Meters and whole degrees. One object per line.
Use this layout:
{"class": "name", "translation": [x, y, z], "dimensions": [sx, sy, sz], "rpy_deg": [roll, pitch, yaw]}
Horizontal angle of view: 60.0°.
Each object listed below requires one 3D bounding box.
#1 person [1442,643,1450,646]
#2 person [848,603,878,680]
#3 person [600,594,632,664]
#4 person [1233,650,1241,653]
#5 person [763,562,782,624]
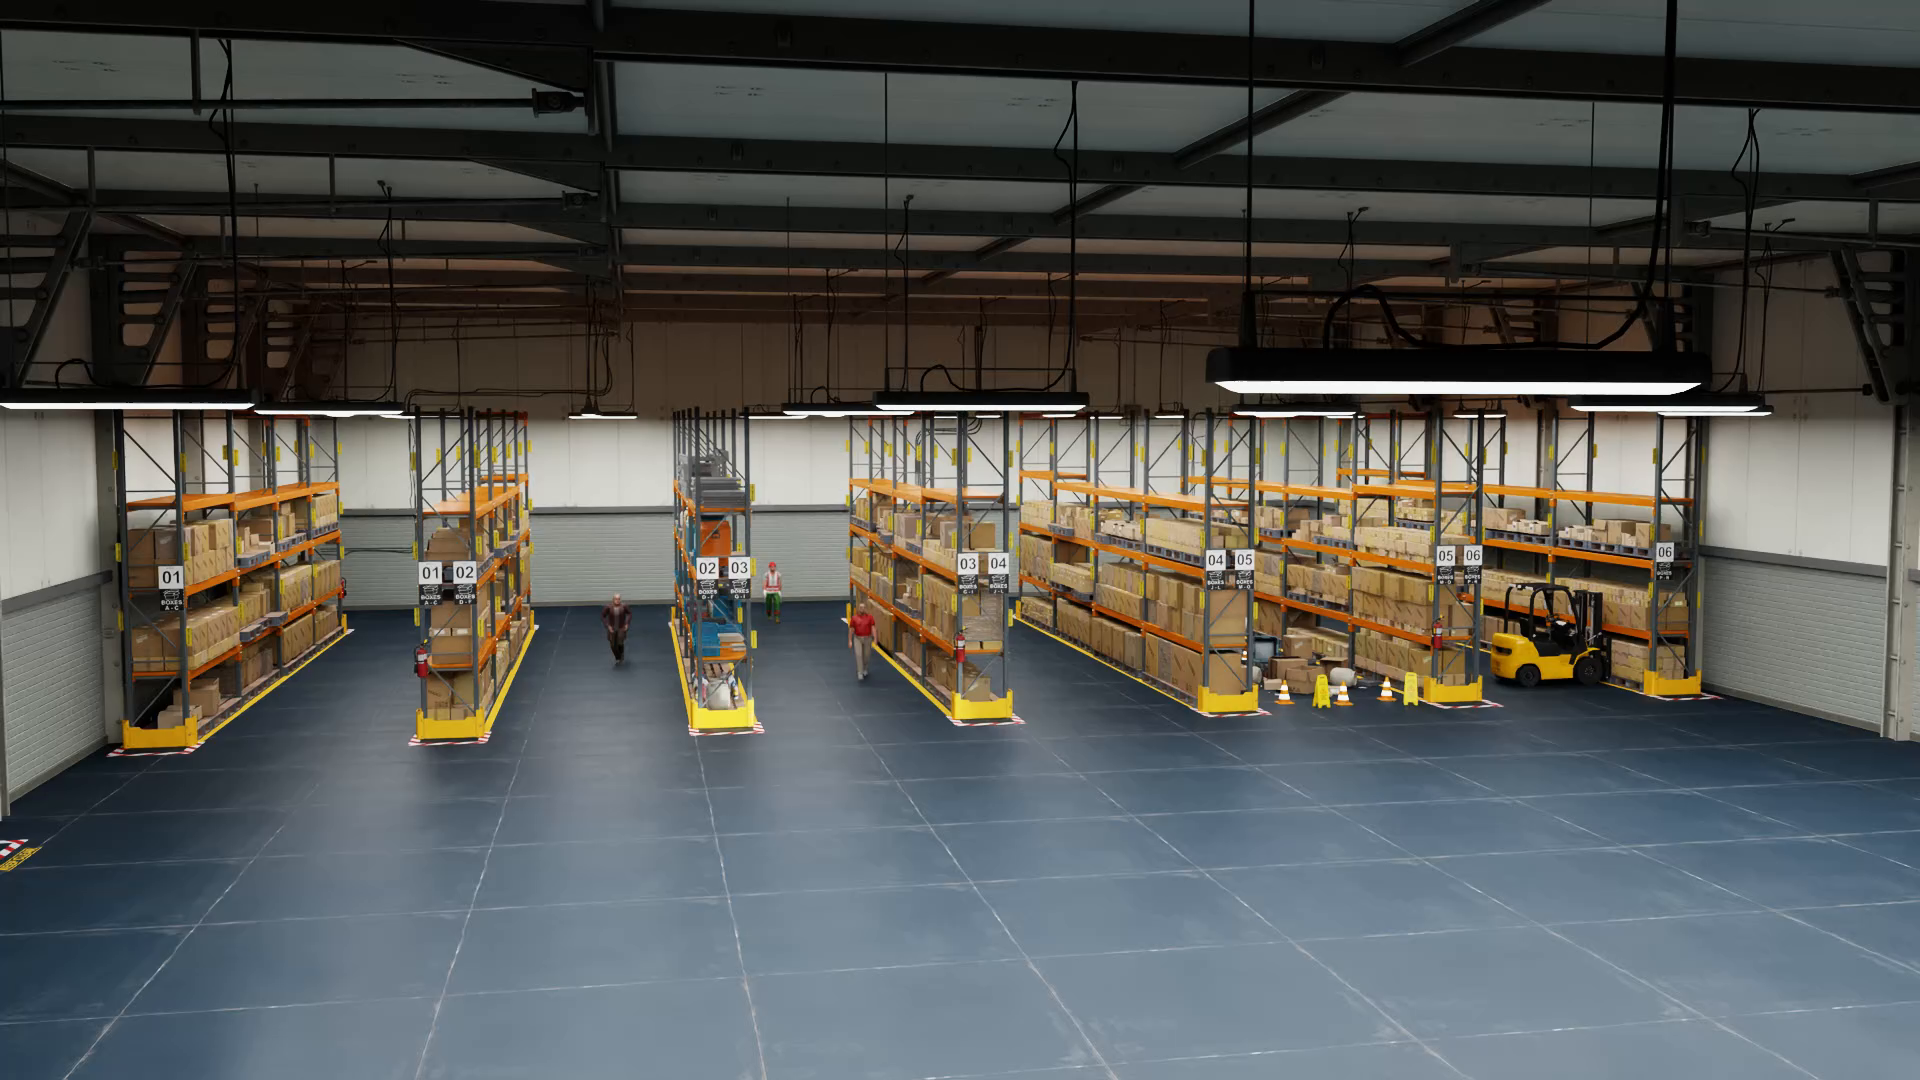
{"class": "person", "translation": [11.046, 2.192, 37.989], "dimensions": [0.500, 1.668, 0.502], "rpy_deg": [0, 4, -6]}
{"class": "person", "translation": [-2.162, 2.240, 37.028], "dimensions": [0.621, 1.654, 1.084], "rpy_deg": [-1, 4, -10]}
{"class": "person", "translation": [-8.101, 2.102, 39.216], "dimensions": [0.689, 1.686, 0.669], "rpy_deg": [0, 4, -2]}
{"class": "person", "translation": [6.582, 2.069, 39.805], "dimensions": [0.518, 1.714, 0.344], "rpy_deg": [-3, 5, -39]}
{"class": "person", "translation": [-5.322, 1.490, 47.215], "dimensions": [0.559, 1.728, 1.096], "rpy_deg": [-1, 4, -13]}
